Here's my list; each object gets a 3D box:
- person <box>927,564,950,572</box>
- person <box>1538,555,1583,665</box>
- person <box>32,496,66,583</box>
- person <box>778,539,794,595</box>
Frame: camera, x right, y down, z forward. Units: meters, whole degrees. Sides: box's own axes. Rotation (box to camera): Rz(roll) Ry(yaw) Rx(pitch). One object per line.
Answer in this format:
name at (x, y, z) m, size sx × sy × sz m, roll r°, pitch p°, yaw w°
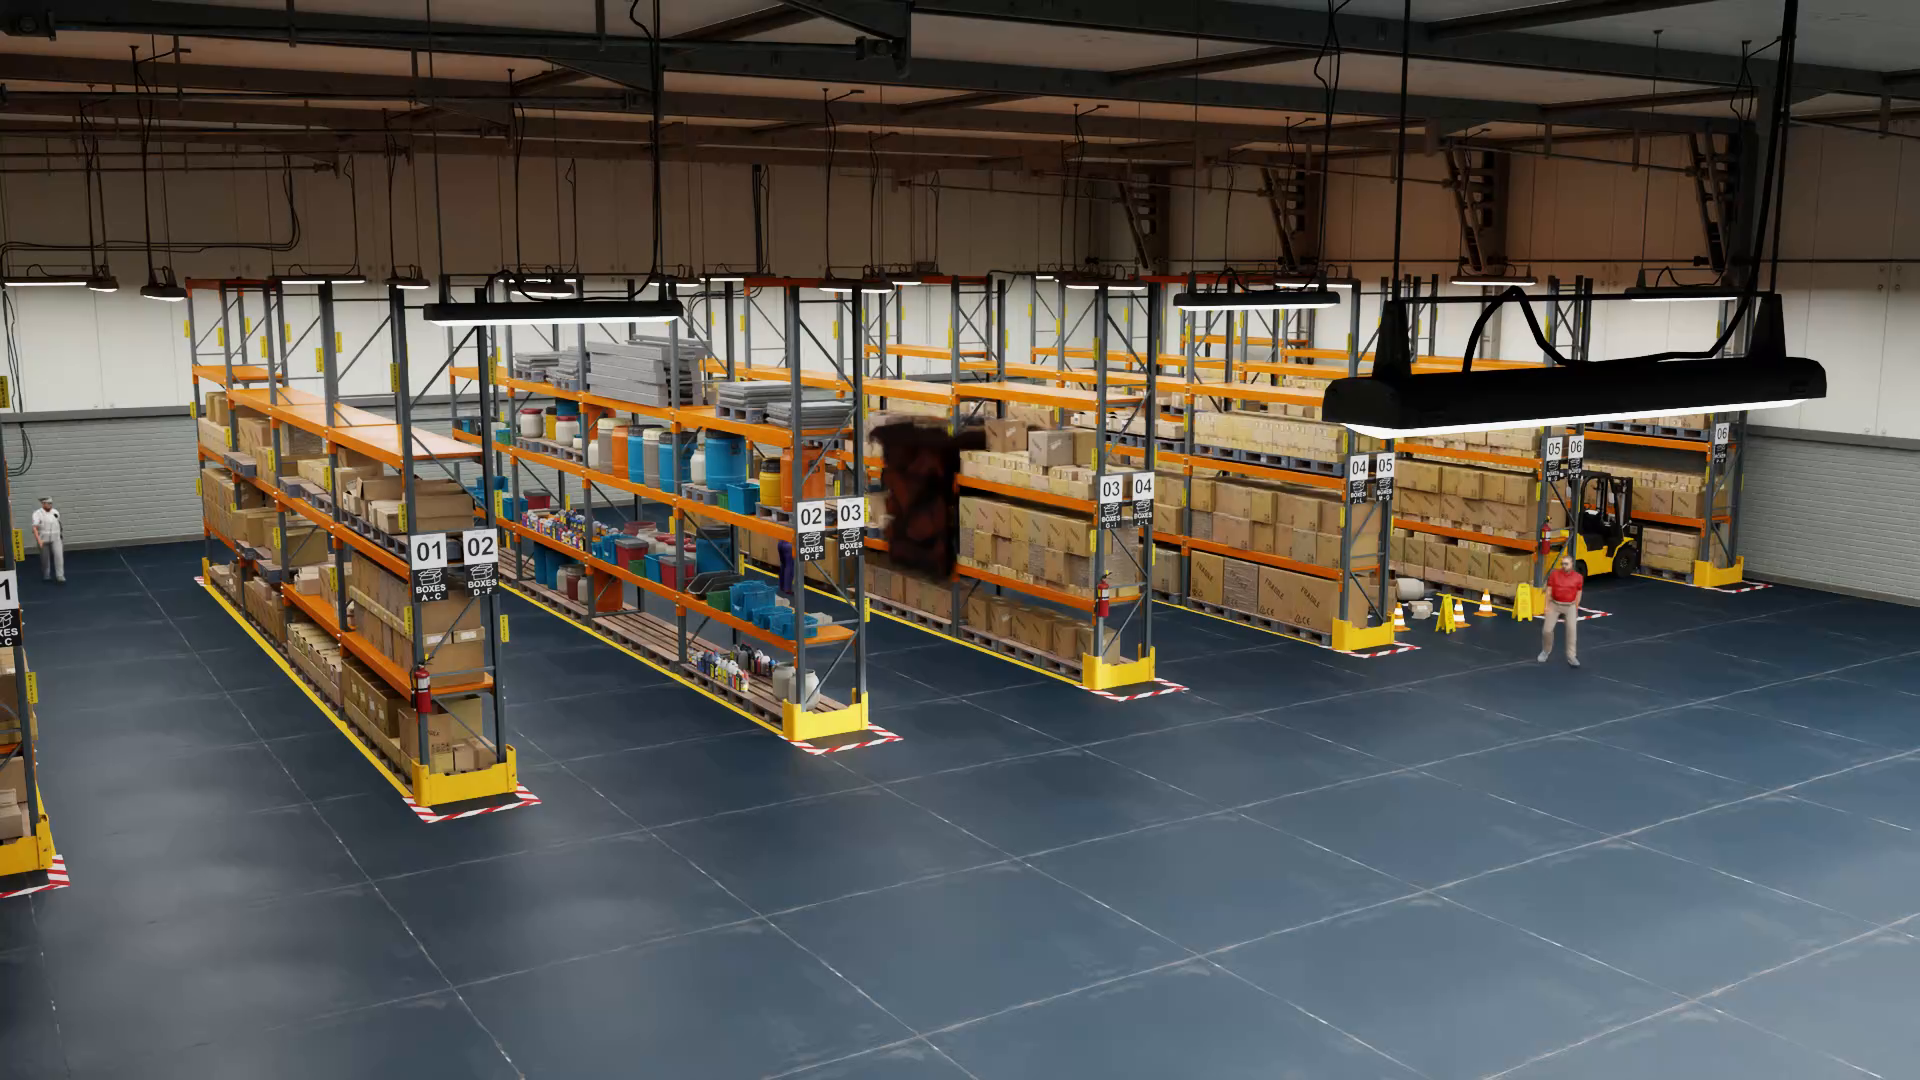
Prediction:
person at (-0.416, -0.198, 34.256) m, size 0.500 × 1.639 × 0.937 m, roll -5°, pitch 11°, yaw -28°
person at (9.496, 1.097, 26.260) m, size 0.617 × 1.752 × 0.428 m, roll 3°, pitch 10°, yaw 16°
person at (-17.994, -0.018, 32.814) m, size 0.523 × 1.707 × 1.042 m, roll -6°, pitch 11°, yaw -32°
person at (-3.152, 0.157, 30.319) m, size 0.422 × 1.676 × 0.553 m, roll -7°, pitch 12°, yaw -35°
